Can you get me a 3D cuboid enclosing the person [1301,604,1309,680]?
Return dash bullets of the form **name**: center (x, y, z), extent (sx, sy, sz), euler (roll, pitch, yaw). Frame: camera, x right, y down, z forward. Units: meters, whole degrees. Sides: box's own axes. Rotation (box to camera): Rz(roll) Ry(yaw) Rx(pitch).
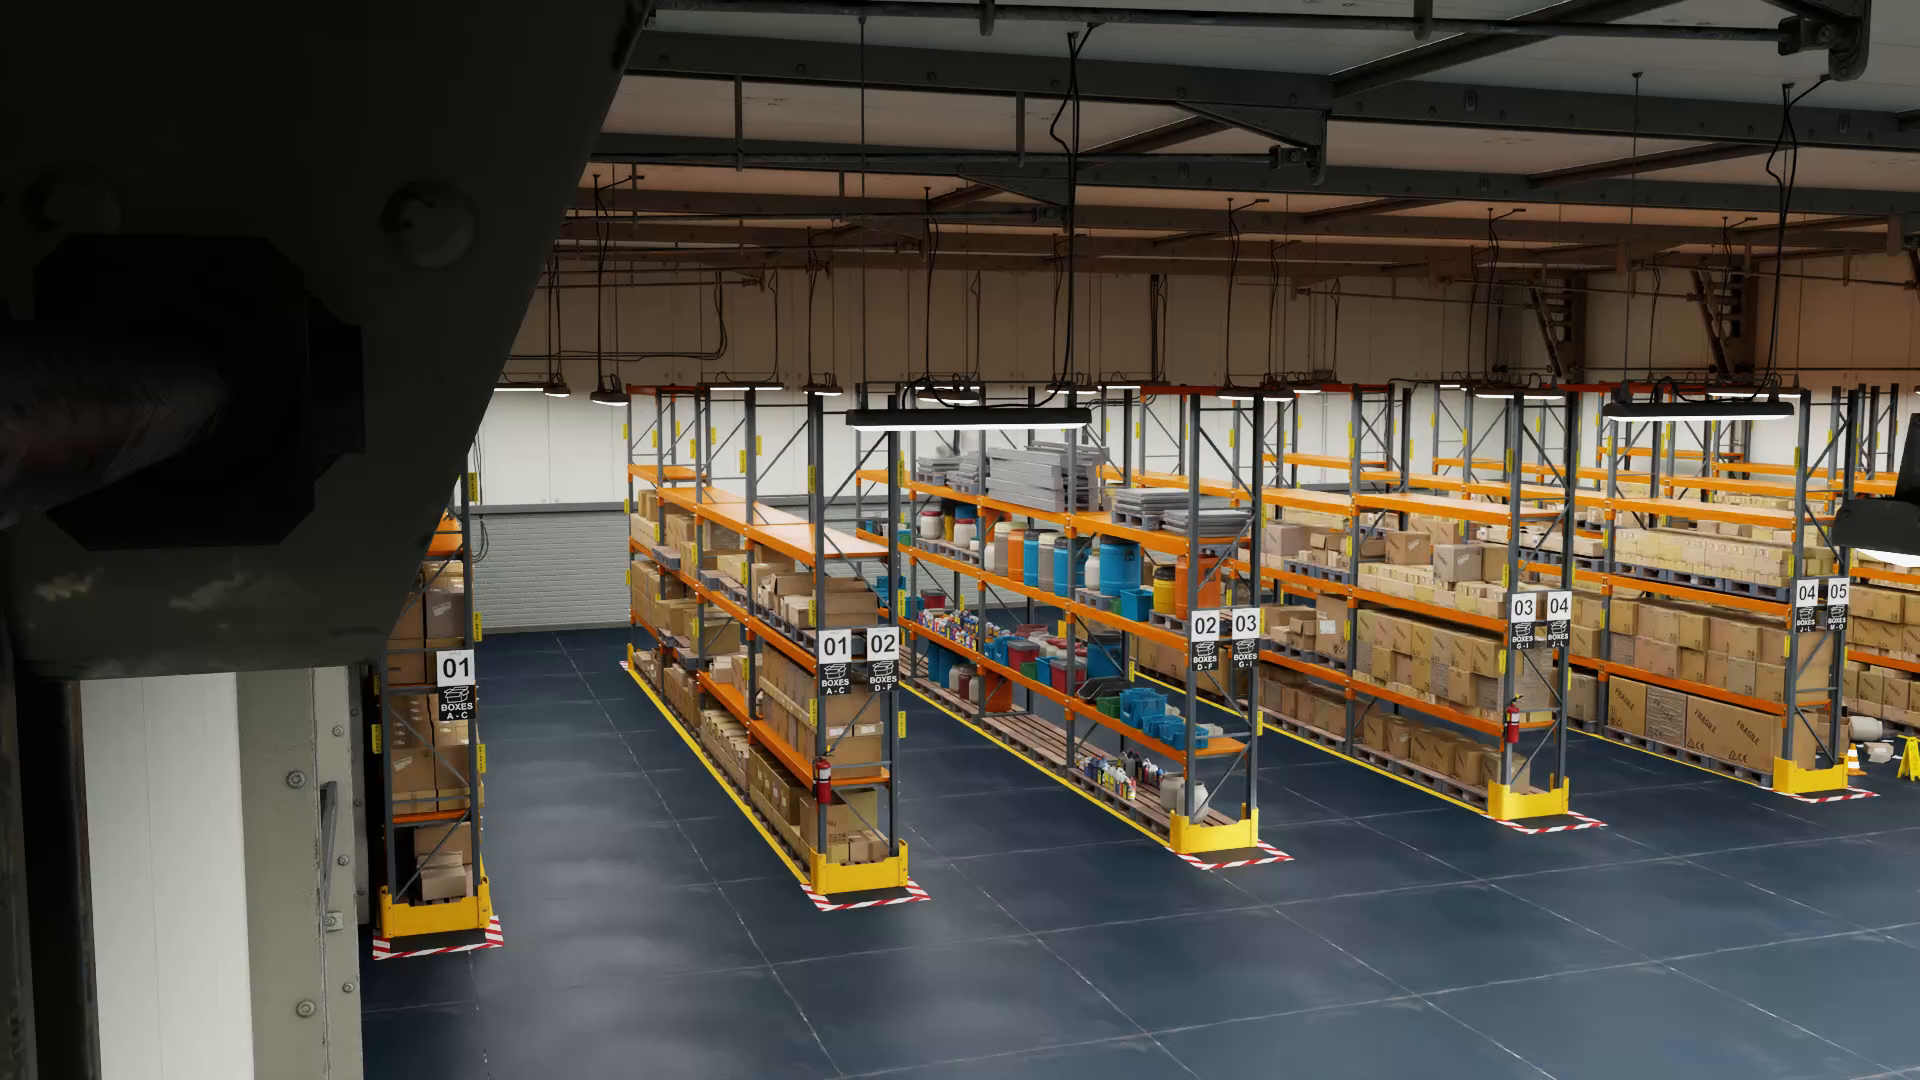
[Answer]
- **person**: center (6.799, 2.096, 32.917), extent (0.562, 1.682, 0.885), euler (-3, 6, -24)
